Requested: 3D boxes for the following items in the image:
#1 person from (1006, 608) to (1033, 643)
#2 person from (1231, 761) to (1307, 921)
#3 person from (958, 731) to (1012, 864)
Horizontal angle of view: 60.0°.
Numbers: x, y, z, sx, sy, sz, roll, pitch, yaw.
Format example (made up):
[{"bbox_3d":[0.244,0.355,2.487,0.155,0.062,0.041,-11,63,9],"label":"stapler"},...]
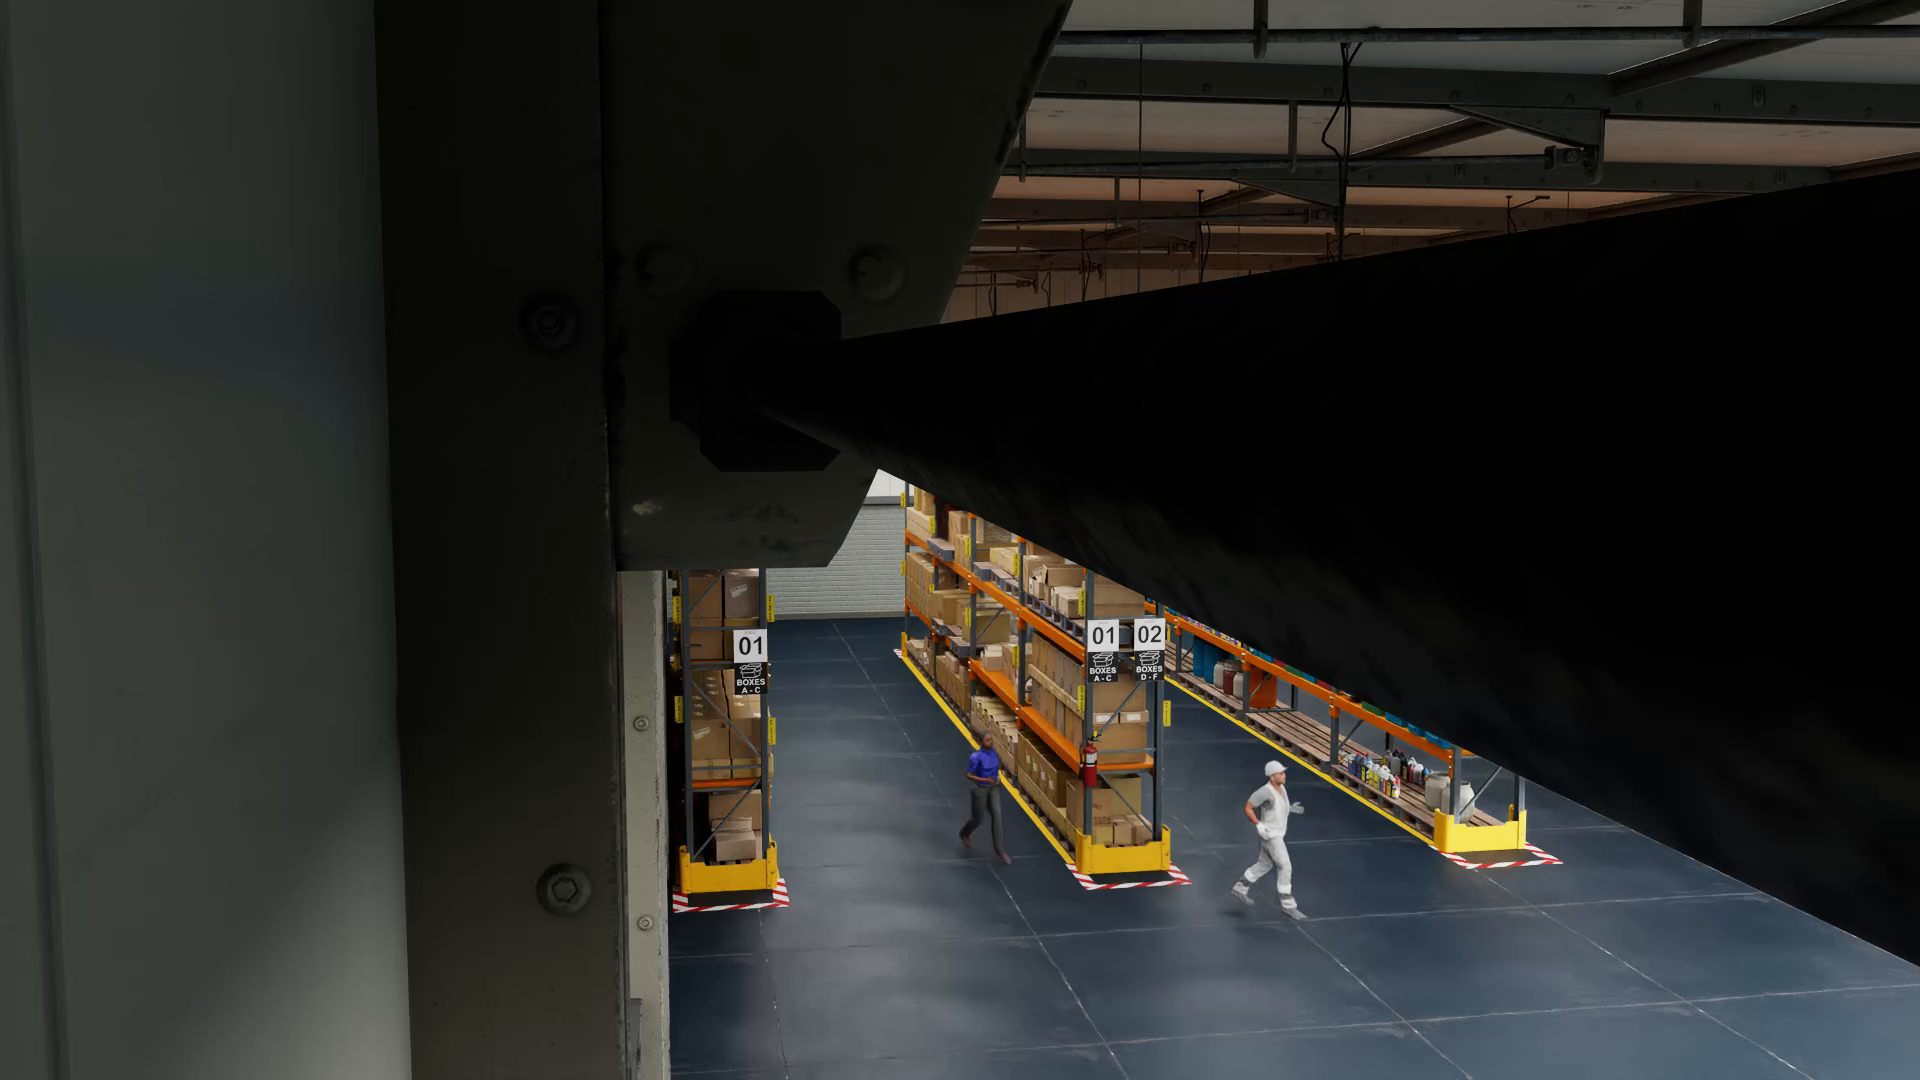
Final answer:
[{"bbox_3d":[1.227,1.684,36.486,0.761,1.693,0.726,-3,7,-24],"label":"person"},{"bbox_3d":[3.600,3.440,19.267,0.908,1.818,0.628,2,6,23],"label":"person"},{"bbox_3d":[0.309,3.317,21.430,0.584,1.566,0.936,-4,7,-37],"label":"person"}]
